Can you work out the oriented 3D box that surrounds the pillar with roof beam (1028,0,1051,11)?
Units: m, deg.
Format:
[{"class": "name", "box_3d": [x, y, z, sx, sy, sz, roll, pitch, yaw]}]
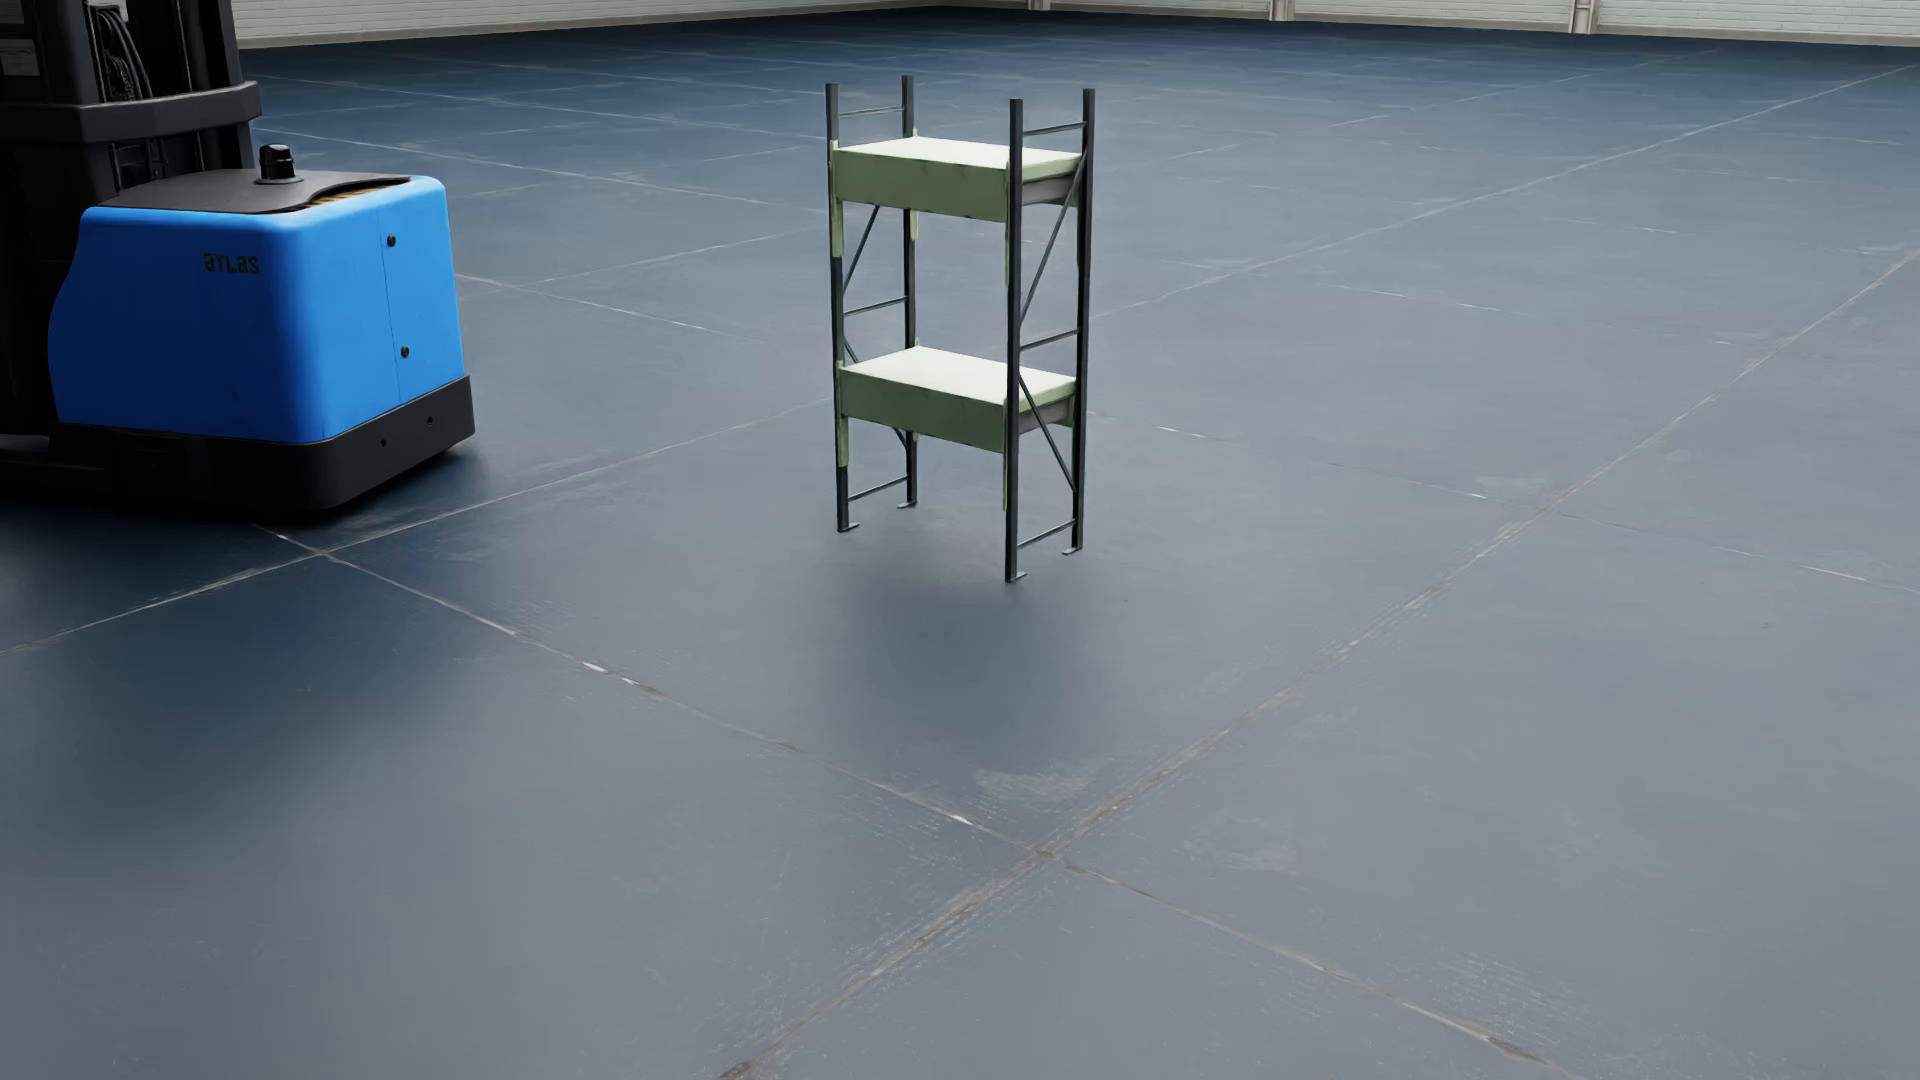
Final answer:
[{"class": "pillar with roof beam", "box_3d": [-0.972, -14.709, 31.921, 0.400, 9.000, 9.100, 16, 26, 36]}]

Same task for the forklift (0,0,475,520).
[{"class": "forklift", "box_3d": [-3.496, -1.717, 6.067, 3.031, 2.935, 1.130, 6, 21, 15]}]

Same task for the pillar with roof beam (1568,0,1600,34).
[{"class": "pillar with roof beam", "box_3d": [8.324, -12.032, 24.821, 0.400, 9.000, 9.100, 16, 26, 36]}]

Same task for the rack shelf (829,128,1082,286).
[{"class": "rack shelf", "box_3d": [-0.005, -1.068, 5.270, 0.720, 0.370, 0.431, 16, 26, 36]}]

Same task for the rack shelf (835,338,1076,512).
[{"class": "rack shelf", "box_3d": [-0.005, -0.398, 5.523, 0.720, 0.370, 0.431, 16, 26, 36]}]

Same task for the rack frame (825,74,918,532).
[{"class": "rack frame", "box_3d": [-0.289, -0.785, 5.624, 0.023, 1.500, 0.400, 16, 26, 36]}]

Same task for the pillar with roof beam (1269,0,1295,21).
[{"class": "pillar with roof beam", "box_3d": [3.676, -13.371, 28.371, 0.400, 9.000, 9.100, 16, 26, 36]}]

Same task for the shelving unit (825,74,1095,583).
[{"class": "shelving unit", "box_3d": [-0.005, -0.703, 5.407, 0.755, 1.500, 0.431, 16, 26, 36]}]

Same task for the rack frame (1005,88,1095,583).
[{"class": "rack frame", "box_3d": [0.278, -0.622, 5.191, 0.023, 1.500, 0.400, 16, 26, 36]}]
